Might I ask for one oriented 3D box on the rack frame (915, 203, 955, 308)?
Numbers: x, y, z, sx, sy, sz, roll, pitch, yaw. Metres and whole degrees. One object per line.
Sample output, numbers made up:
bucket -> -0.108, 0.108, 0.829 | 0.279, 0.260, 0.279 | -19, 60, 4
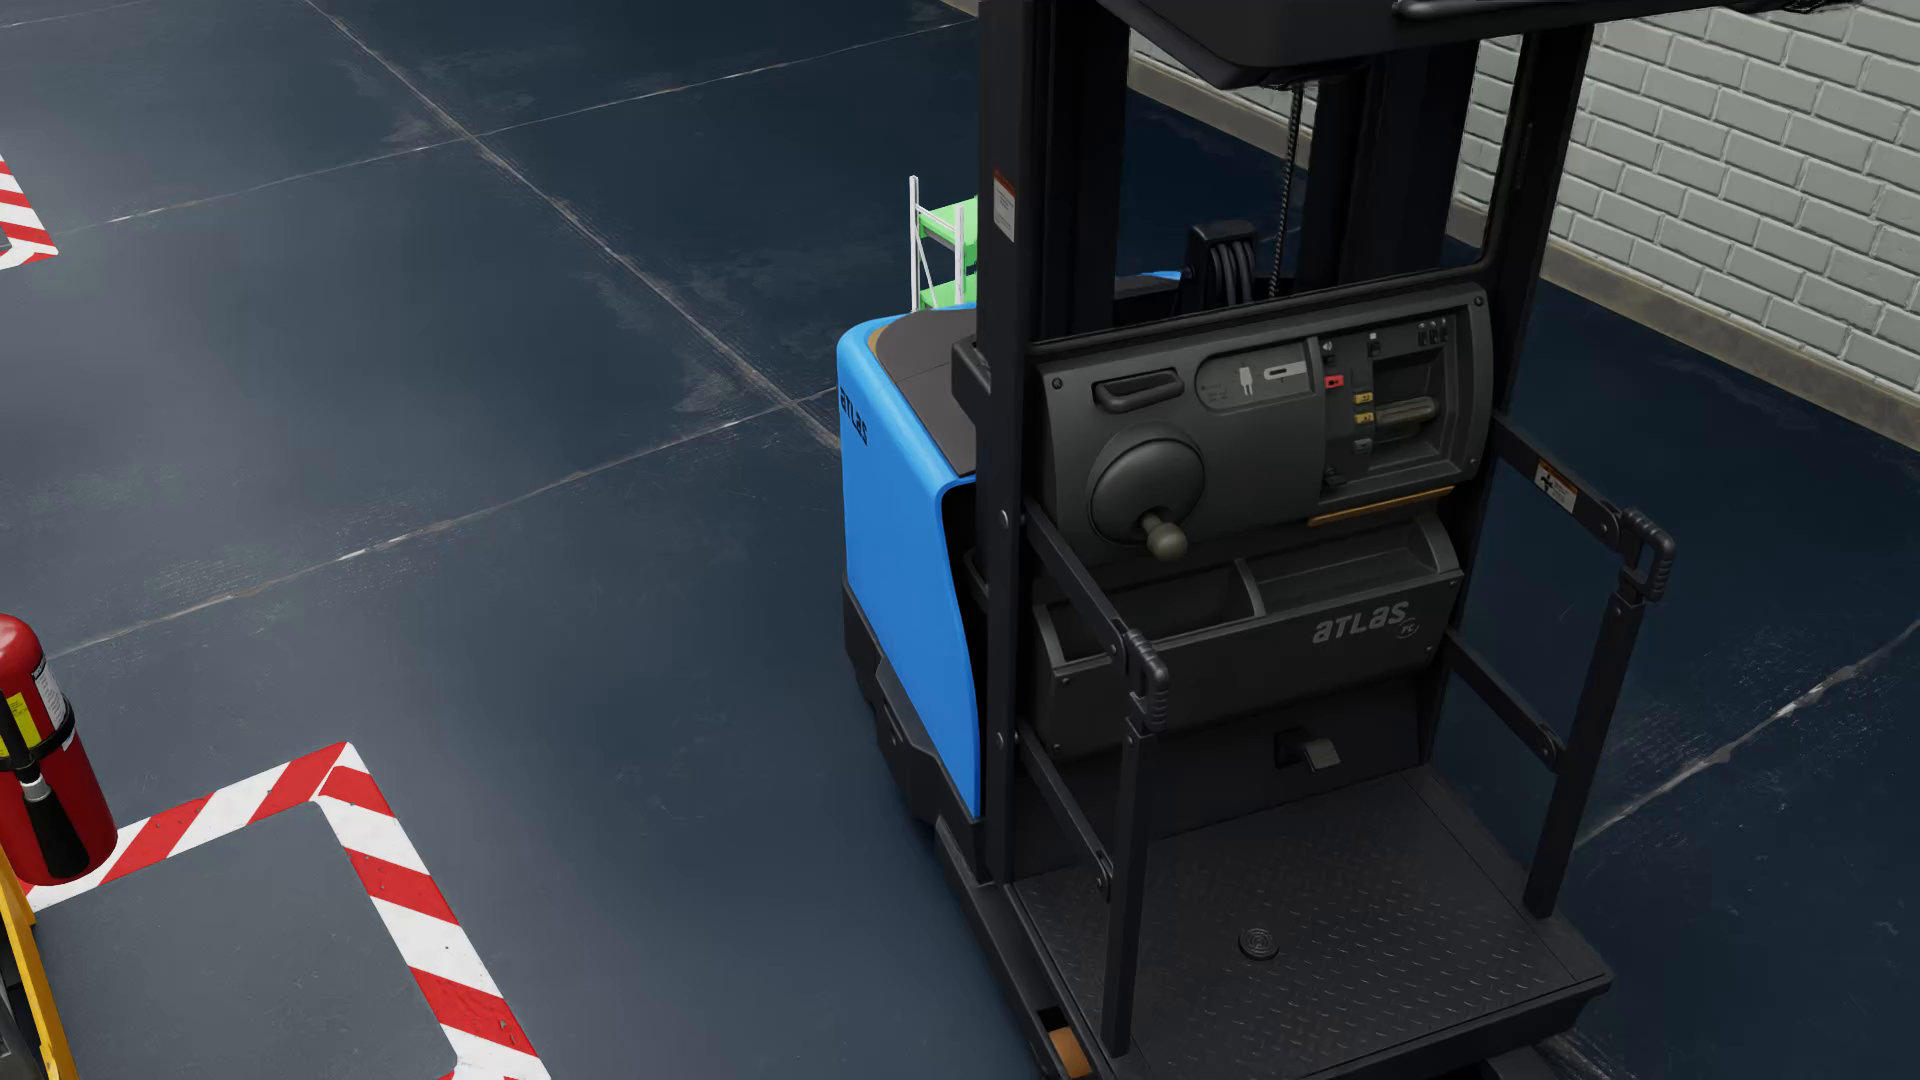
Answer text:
rack frame -> -0.064, -0.460, 4.862 | 0.006, 1.046, 0.228 | -22, 41, -28

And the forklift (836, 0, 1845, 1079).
forklift -> 0.670, -0.153, 2.953 | 1.130, 2.935, 3.031 | -12, 38, -17

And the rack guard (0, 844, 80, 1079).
rack guard -> -2.085, 0.991, 3.444 | 0.348, 0.500, 1.175 | -22, 41, -28

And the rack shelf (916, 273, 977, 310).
rack shelf -> 0.135, -0.686, 4.874 | 0.480, 0.148, 0.258 | -22, 41, -28

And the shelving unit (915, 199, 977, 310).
shelving unit -> 0.132, -0.542, 4.975 | 0.487, 1.046, 0.258 | -22, 41, -28

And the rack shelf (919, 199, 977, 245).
rack shelf -> 0.135, -0.924, 4.703 | 0.457, 0.021, 0.221 | -22, 41, -28
